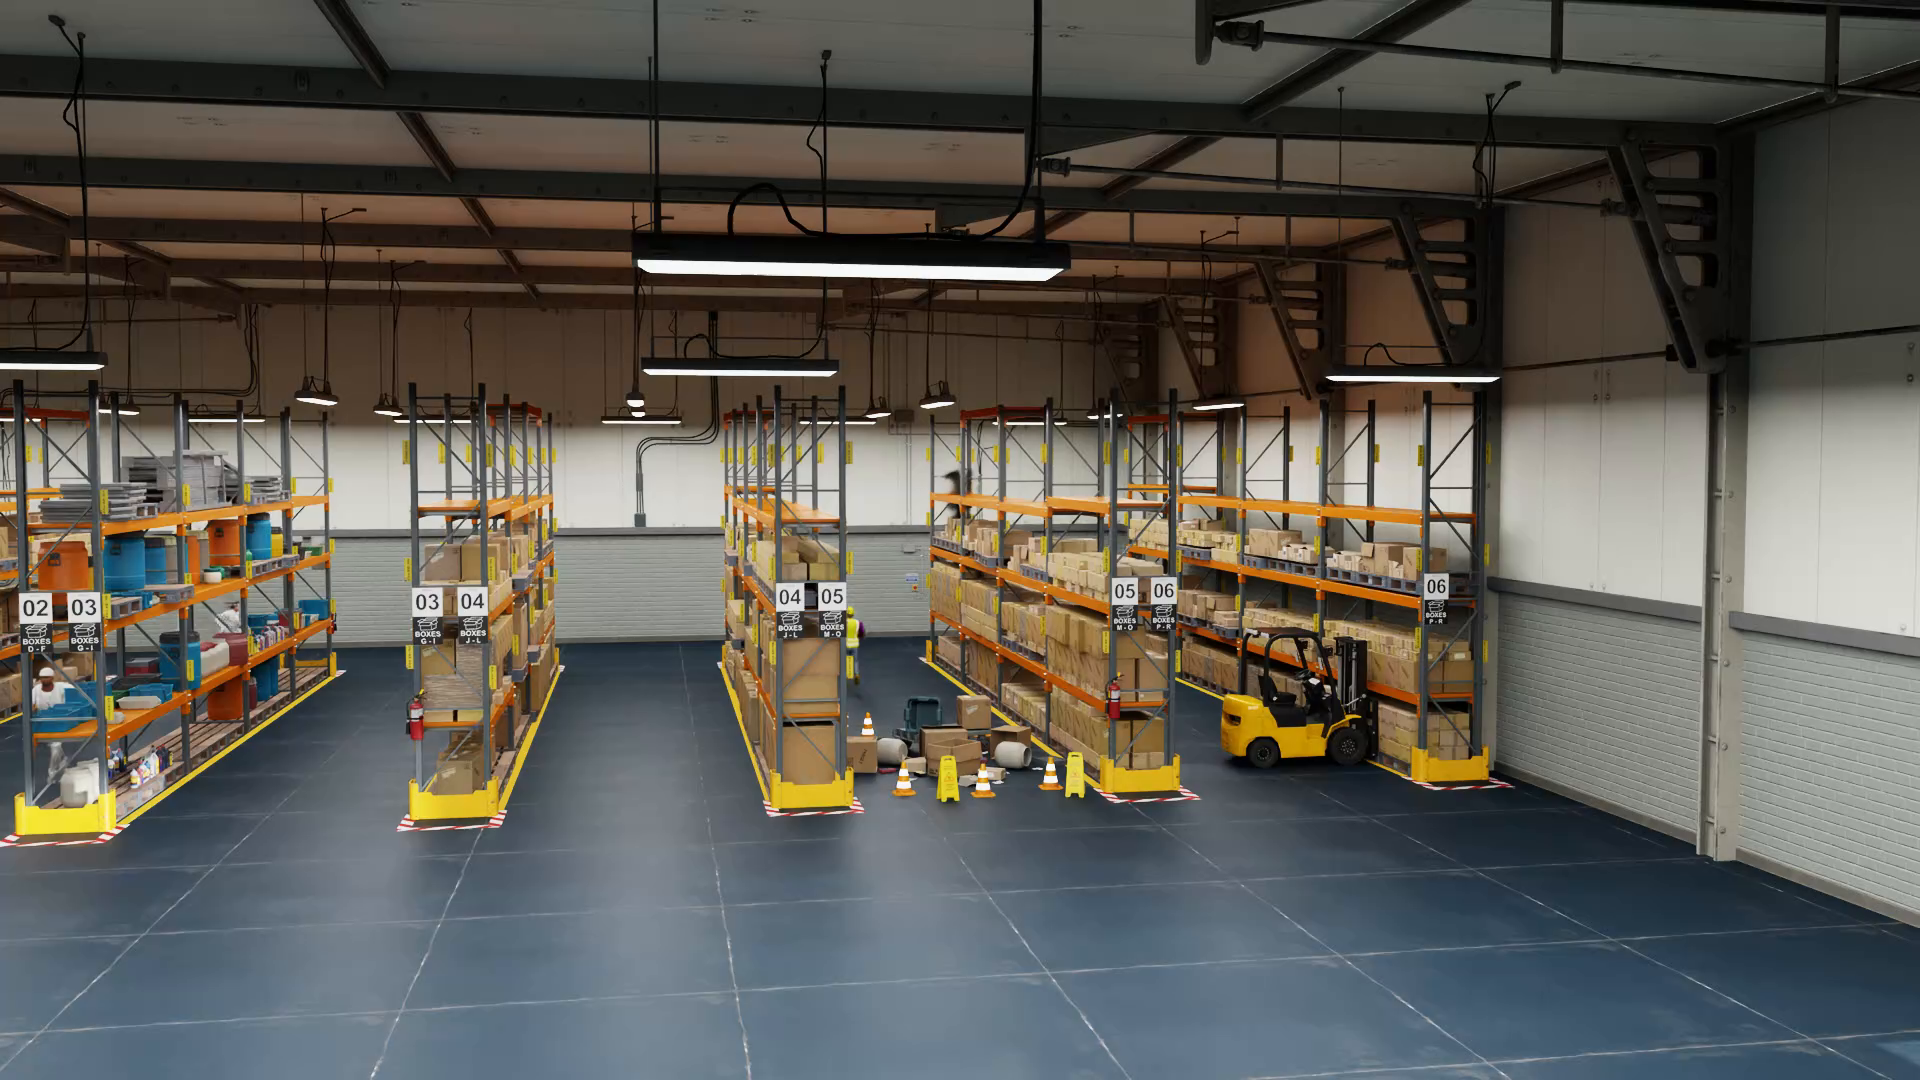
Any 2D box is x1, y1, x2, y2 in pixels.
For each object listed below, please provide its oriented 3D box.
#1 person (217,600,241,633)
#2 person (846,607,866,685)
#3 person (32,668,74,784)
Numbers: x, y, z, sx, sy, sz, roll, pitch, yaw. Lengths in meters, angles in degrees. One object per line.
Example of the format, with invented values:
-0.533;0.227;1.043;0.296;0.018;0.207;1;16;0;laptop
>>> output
-17.235;2.229;39.122;0.830;1.626;0.615;0;3;7;person
-2.390;2.269;35.803;0.718;1.674;0.948;-1;3;-15;person
-14.009;2.823;25.705;0.728;1.750;0.989;0;3;-7;person
